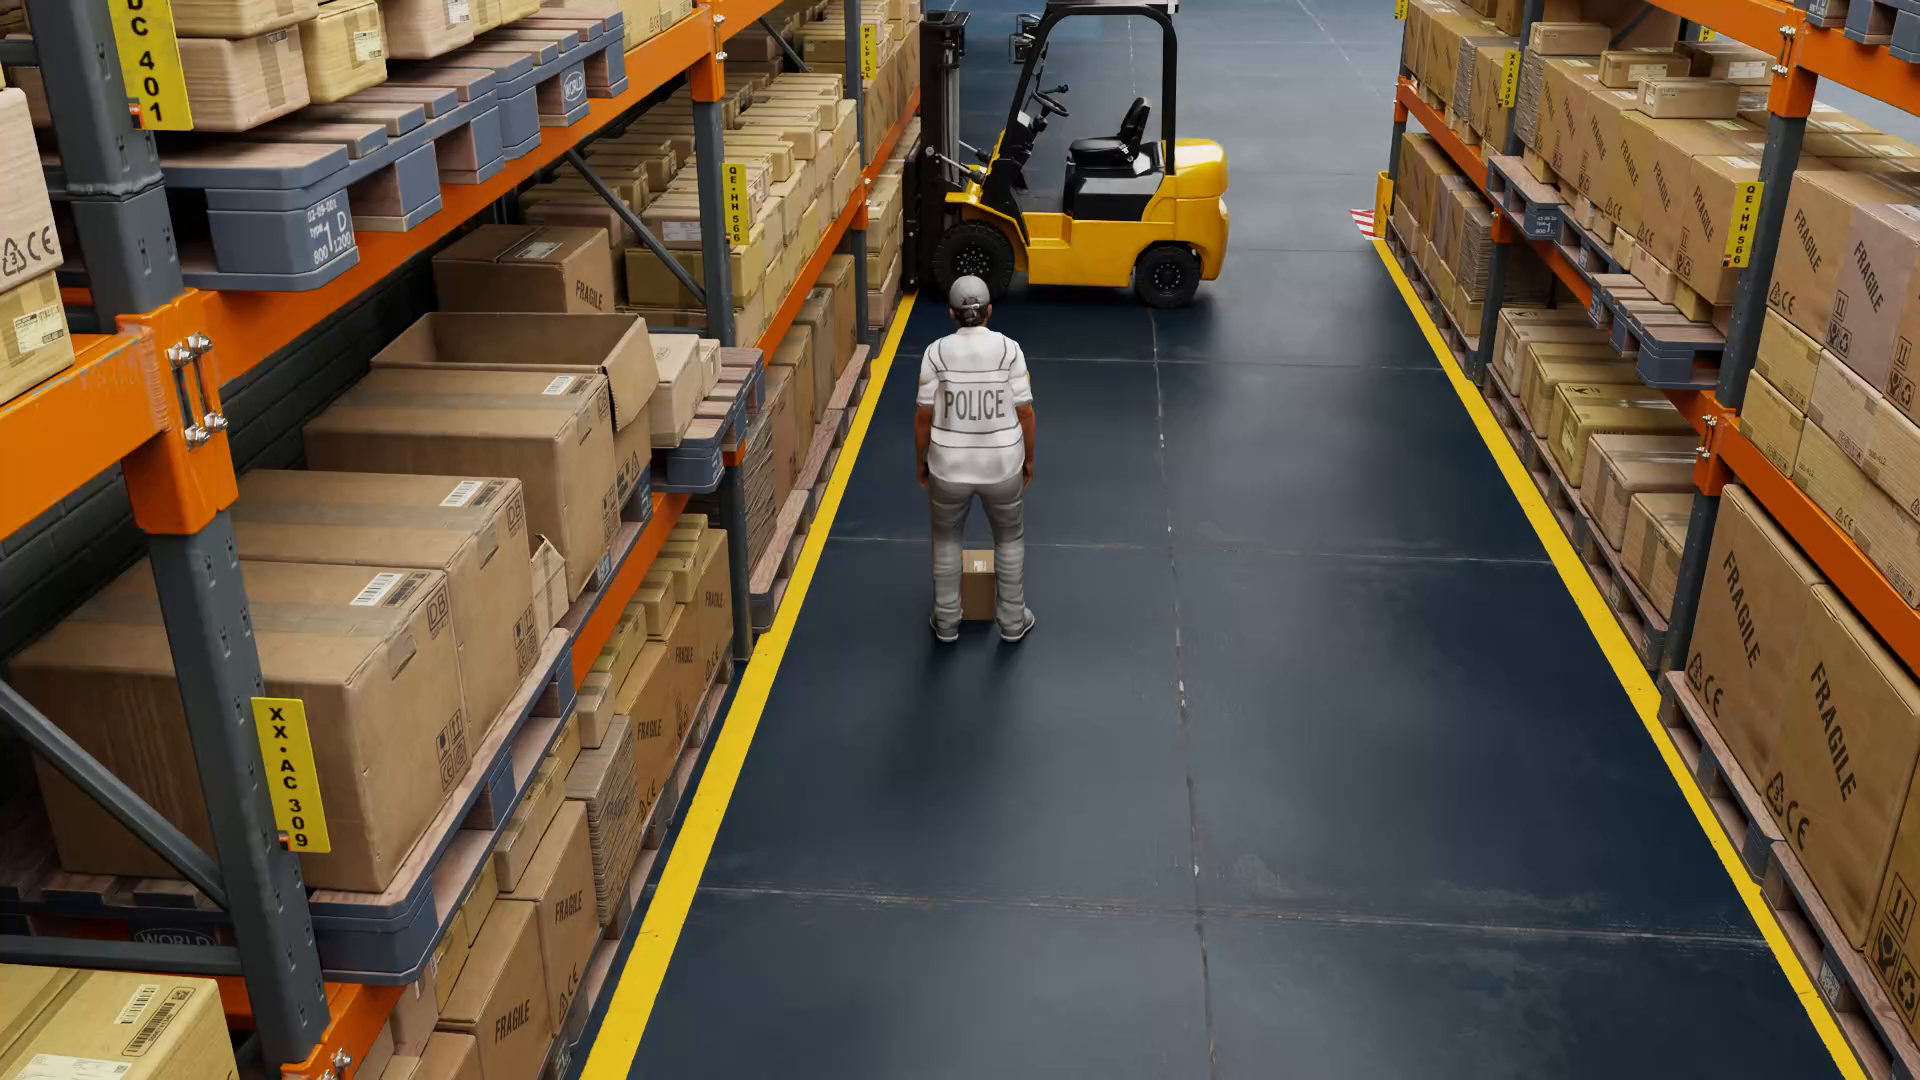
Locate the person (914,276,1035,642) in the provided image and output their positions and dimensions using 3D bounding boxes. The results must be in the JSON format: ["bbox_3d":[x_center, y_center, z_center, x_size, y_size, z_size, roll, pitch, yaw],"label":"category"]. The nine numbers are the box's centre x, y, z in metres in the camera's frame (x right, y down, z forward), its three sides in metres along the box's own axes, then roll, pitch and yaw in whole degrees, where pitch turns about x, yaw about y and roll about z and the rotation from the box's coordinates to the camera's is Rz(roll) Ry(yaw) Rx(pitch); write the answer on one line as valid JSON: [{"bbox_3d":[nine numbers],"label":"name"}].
[{"bbox_3d":[0.074,-0.334,7.325,0.545,1.665,0.466,0,25,0],"label":"person"}]
